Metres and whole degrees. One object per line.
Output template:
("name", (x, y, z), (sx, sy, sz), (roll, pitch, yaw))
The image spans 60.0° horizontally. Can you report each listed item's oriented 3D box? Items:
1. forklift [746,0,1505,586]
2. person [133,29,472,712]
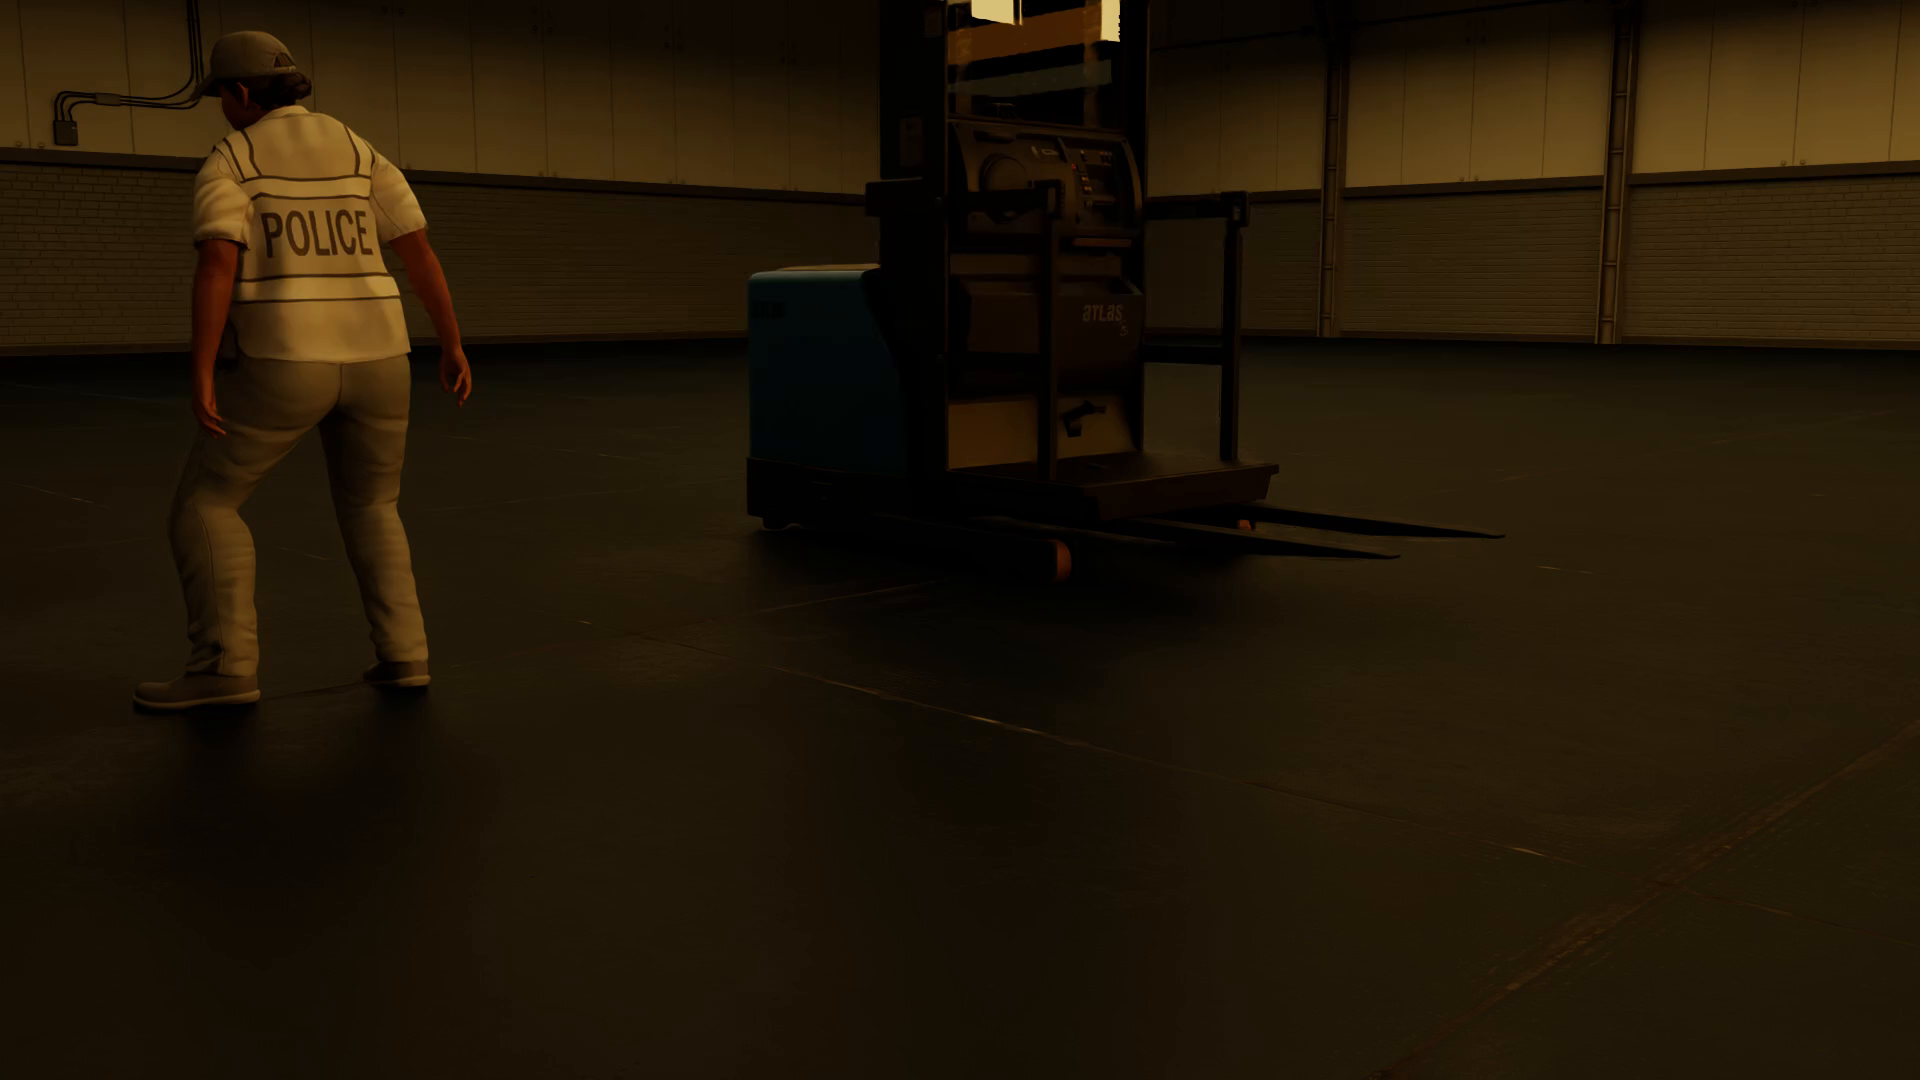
("forklift", (0.478, -1.378, 6.022), (1.130, 2.935, 3.031), (-8, 12, -42))
("person", (-1.634, -0.416, 4.102), (0.819, 1.636, 0.472), (-8, 12, -43))
